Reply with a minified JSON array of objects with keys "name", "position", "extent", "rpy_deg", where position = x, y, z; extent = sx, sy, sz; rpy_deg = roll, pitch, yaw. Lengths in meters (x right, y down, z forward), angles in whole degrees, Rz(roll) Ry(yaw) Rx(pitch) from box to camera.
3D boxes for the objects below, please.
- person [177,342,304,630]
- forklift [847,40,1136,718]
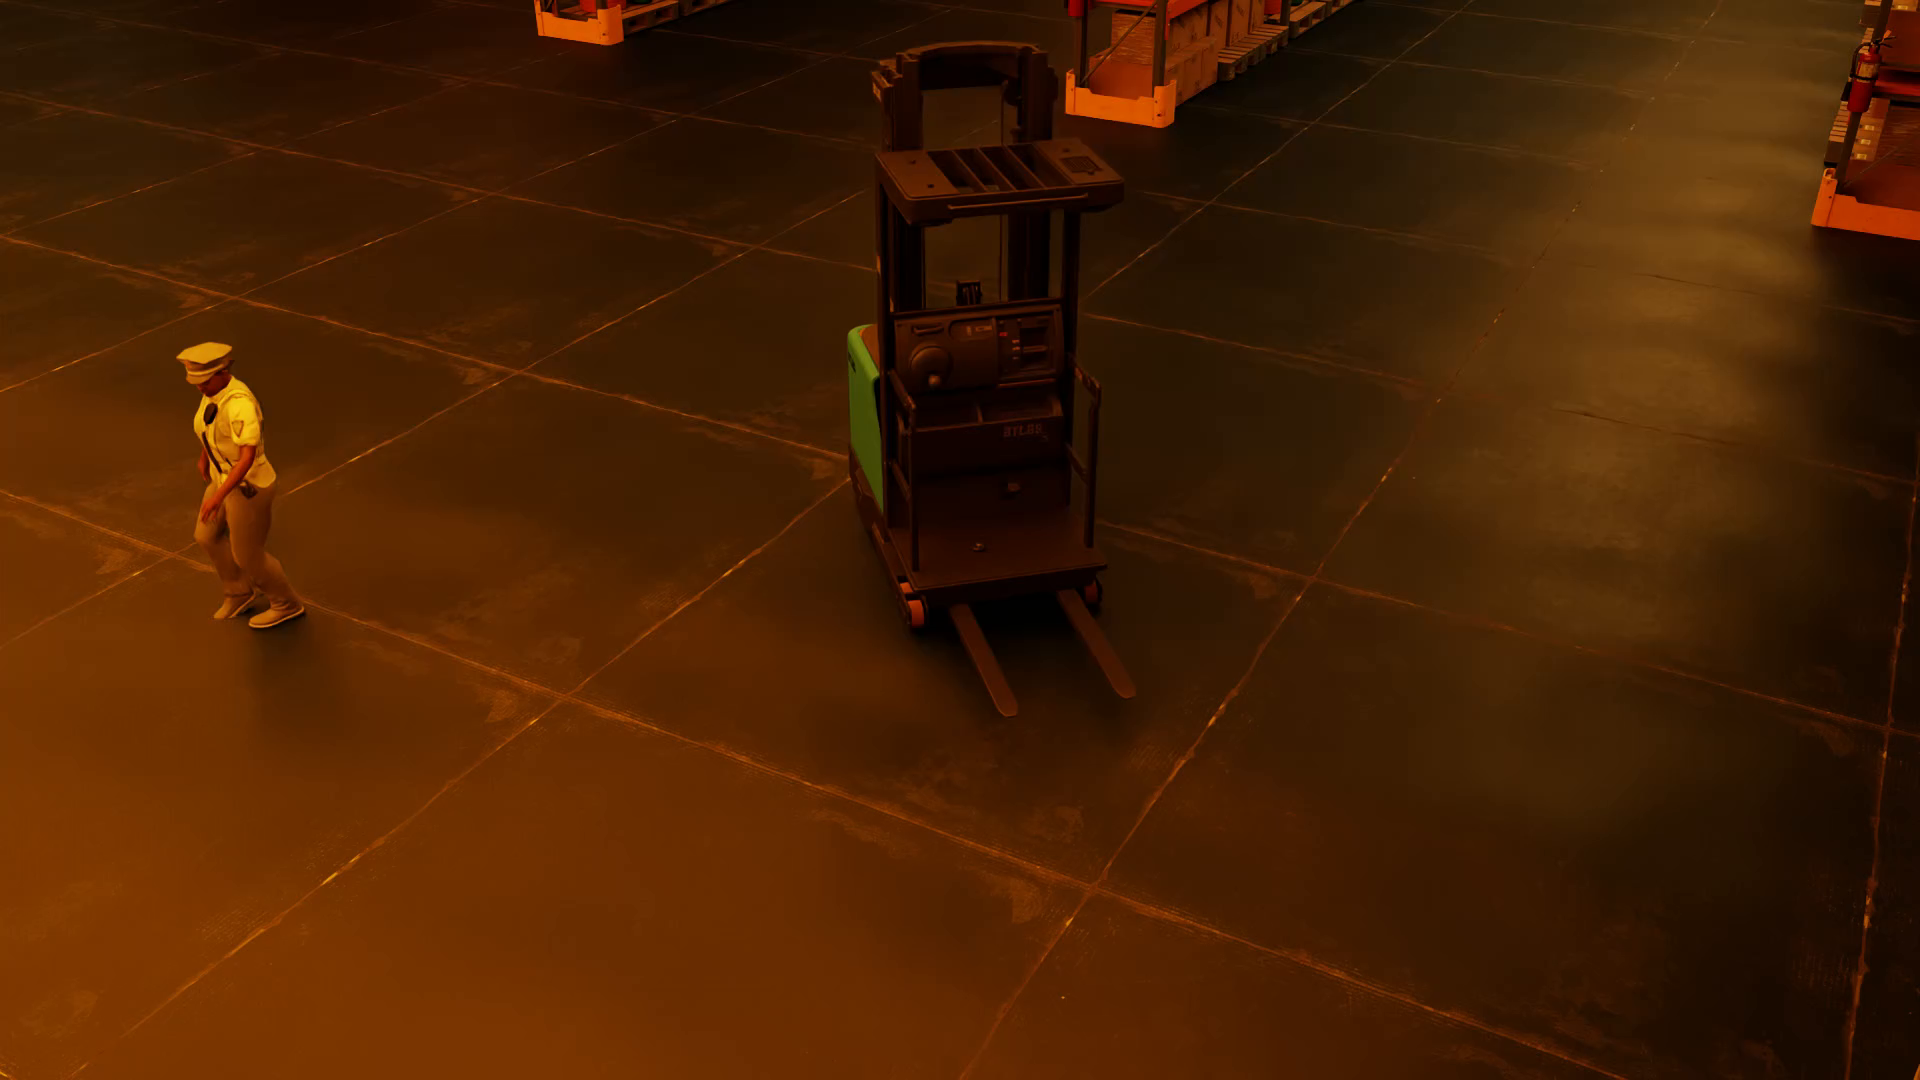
[{"name":"person","position":[-3.874,-0.242,8.842],"extent":[0.469,1.691,0.857],"rpy_deg":[-19,35,-29]},{"name":"forklift","position":[0.165,-0.991,8.787],"extent":[1.130,2.935,3.031],"rpy_deg":[-7,31,-13]}]
